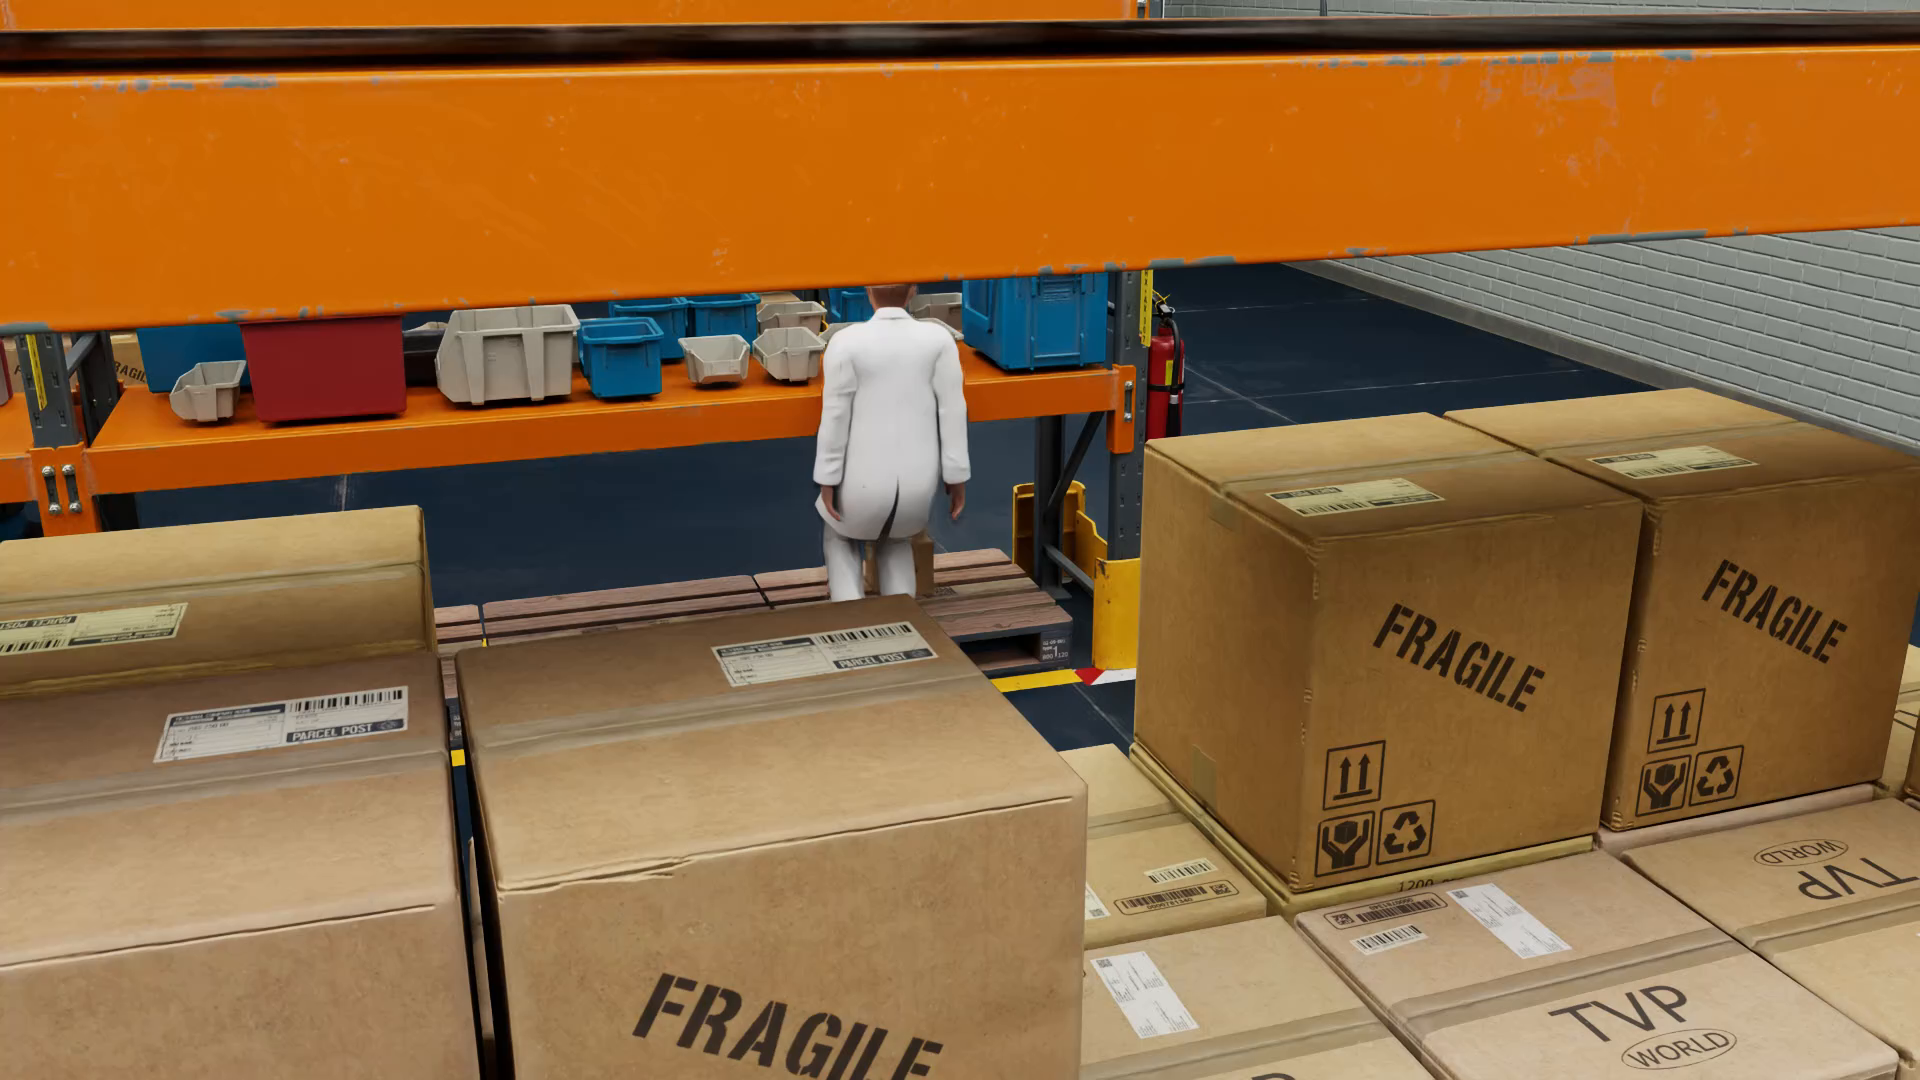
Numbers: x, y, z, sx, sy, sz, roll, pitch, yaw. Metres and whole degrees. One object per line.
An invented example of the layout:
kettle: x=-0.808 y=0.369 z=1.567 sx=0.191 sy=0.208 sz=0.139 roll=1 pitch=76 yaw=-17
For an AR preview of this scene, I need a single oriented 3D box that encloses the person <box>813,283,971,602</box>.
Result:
person: x=-0.292 y=-0.297 z=6.633 sx=0.618 sy=1.708 sz=0.459 roll=-4 pitch=19 yaw=-12
